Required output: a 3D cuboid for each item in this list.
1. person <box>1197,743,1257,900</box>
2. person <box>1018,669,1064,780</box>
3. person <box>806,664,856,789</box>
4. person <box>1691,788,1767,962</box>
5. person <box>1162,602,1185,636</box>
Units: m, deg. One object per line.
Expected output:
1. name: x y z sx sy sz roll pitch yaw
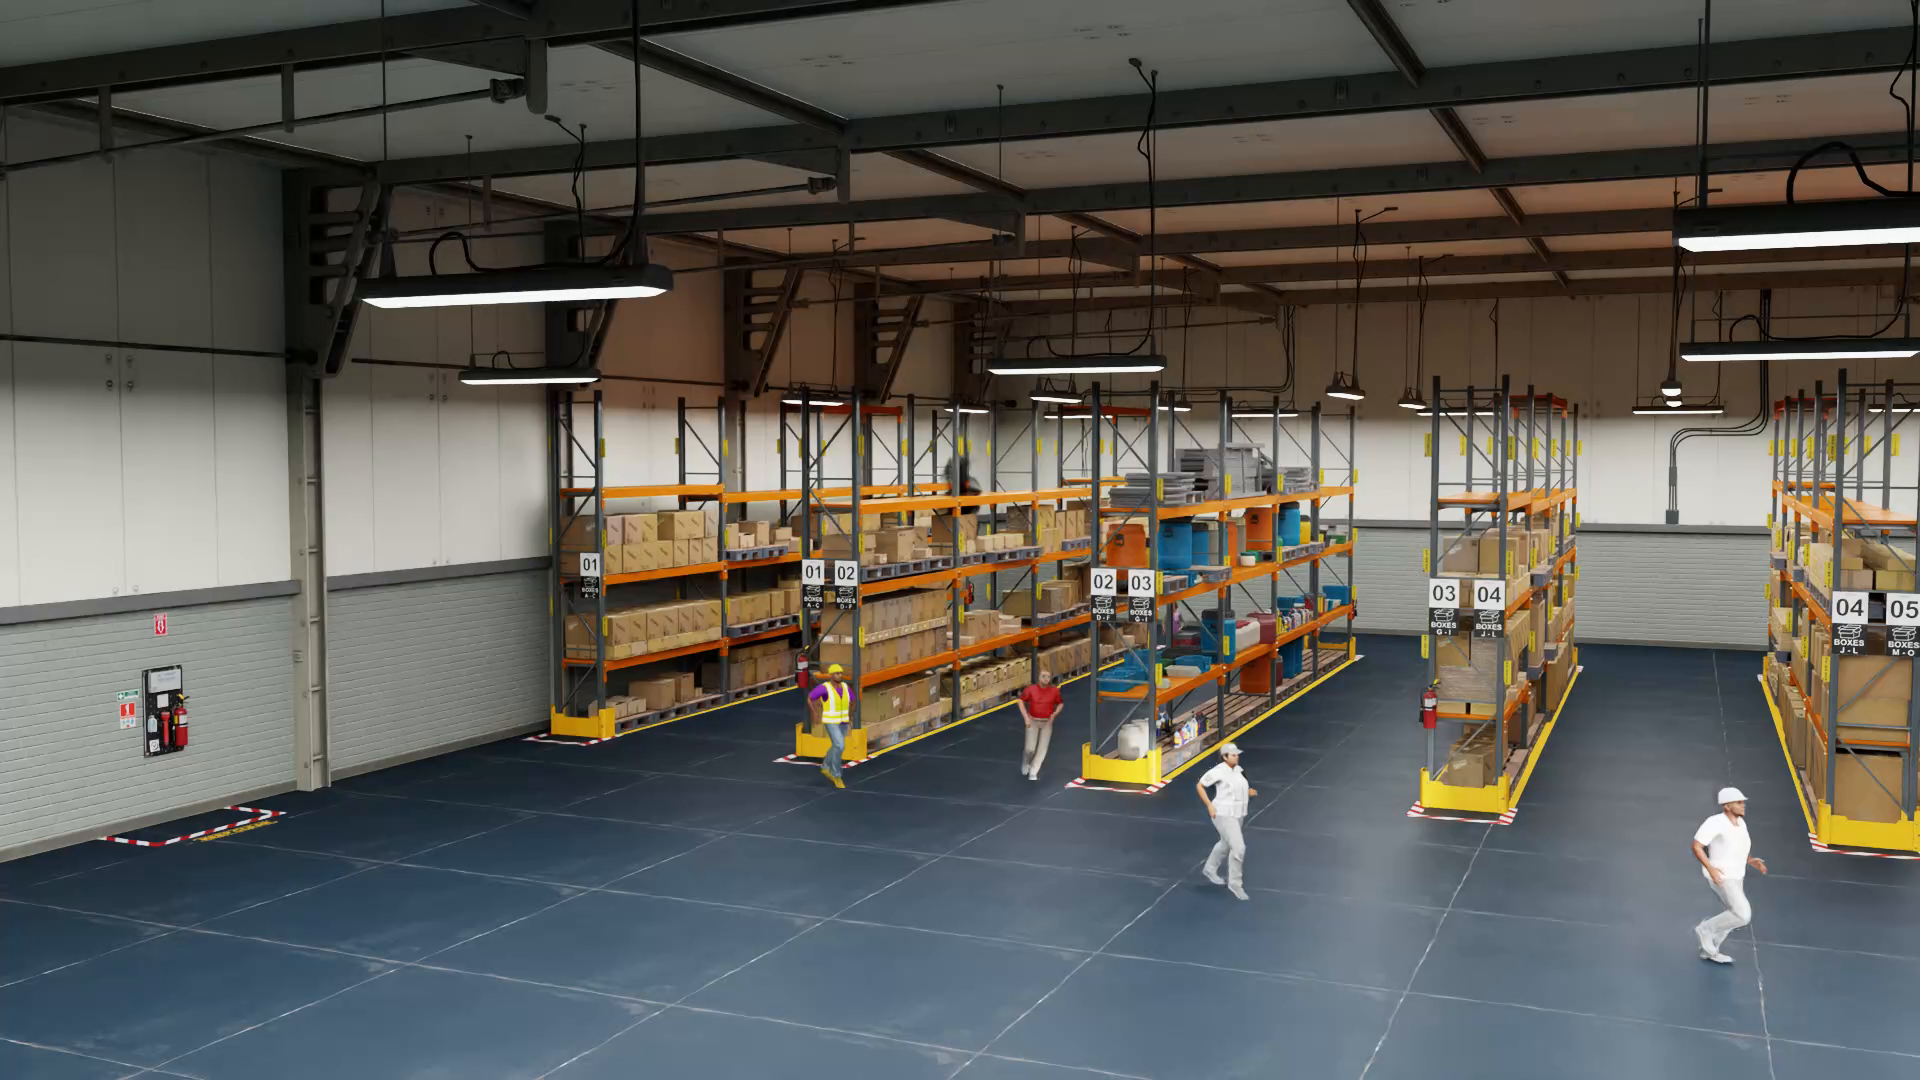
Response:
1. person: 3.008 3.140 18.698 0.759 1.729 0.579 3 4 41
2. person: 1.232 2.779 25.141 0.682 1.667 0.590 0 3 -6
3. person: -1.851 2.754 24.714 0.672 1.830 0.773 -3 4 -44
4. person: 7.476 3.253 16.121 0.640 1.715 0.576 -3 4 -39
5. person: 4.818 2.158 37.583 0.538 1.557 0.549 1 3 11
